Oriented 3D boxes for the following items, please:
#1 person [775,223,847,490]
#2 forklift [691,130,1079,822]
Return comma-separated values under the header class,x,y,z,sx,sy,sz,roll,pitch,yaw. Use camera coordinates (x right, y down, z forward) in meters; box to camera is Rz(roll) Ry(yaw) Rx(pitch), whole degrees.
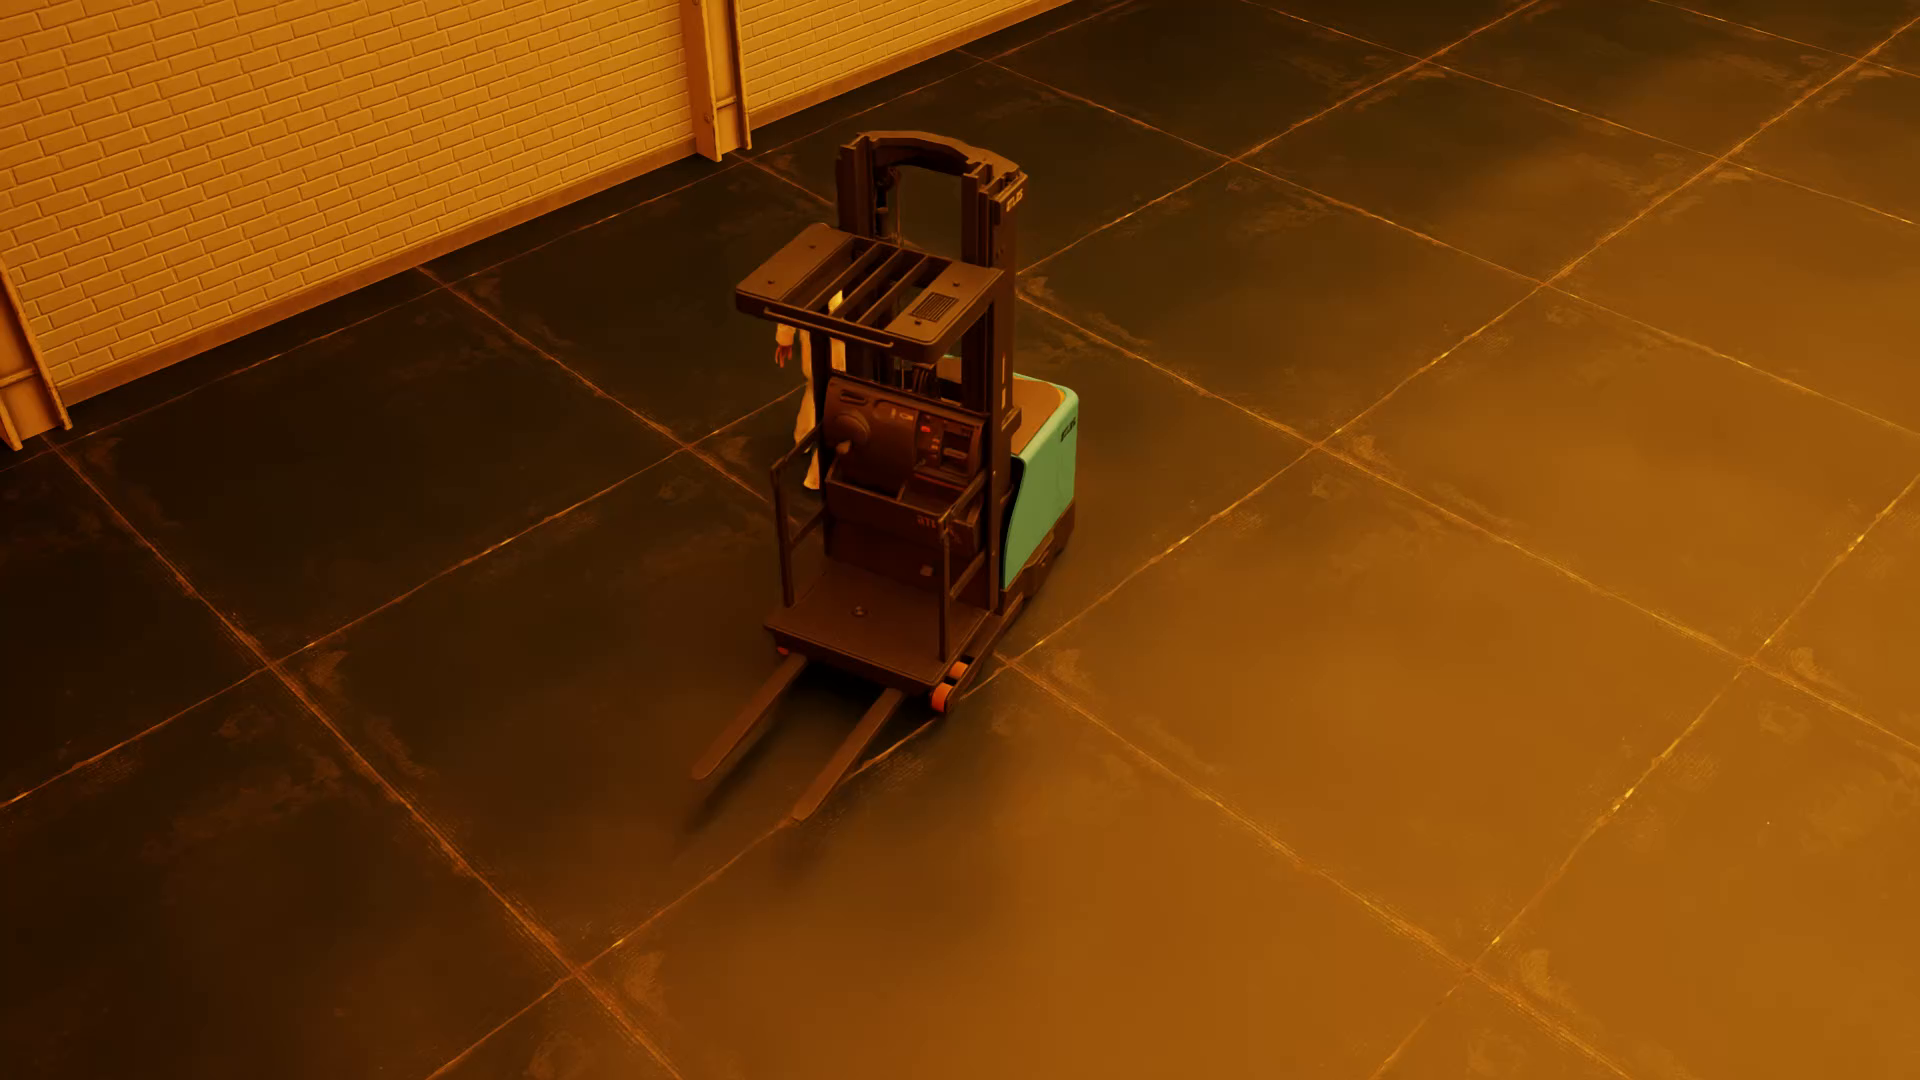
class,x,y,z,sx,sy,sz,roll,pitch,yaw
person,-0.855,-1.131,10.496,0.568,1.758,0.906,-26,46,-28
forklift,-0.404,-0.499,8.710,1.130,2.935,3.031,18,42,21
